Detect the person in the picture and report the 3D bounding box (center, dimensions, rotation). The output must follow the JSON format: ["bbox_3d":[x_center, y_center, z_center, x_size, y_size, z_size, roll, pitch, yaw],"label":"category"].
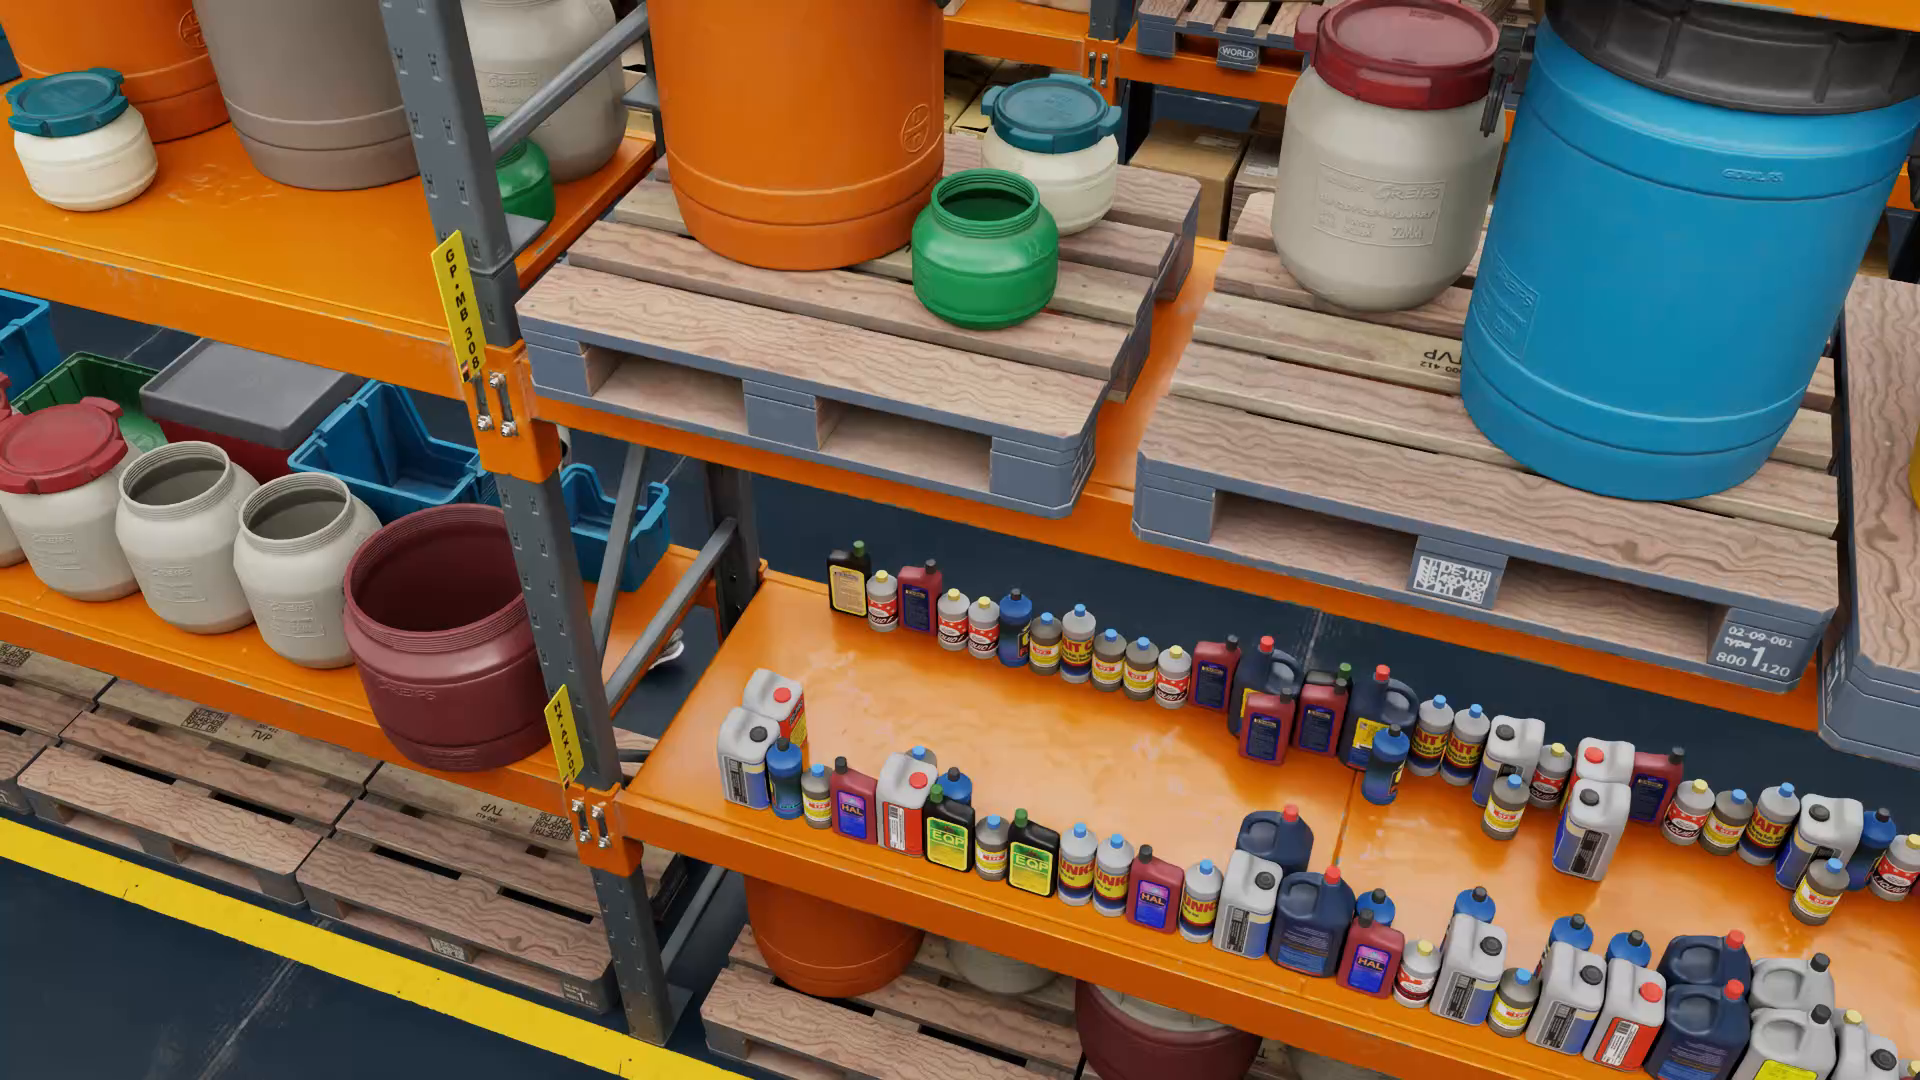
[{"bbox_3d":[-1.600,-0.034,6.230,0.960,1.523,0.437,-15,44,-16],"label":"person"}]
